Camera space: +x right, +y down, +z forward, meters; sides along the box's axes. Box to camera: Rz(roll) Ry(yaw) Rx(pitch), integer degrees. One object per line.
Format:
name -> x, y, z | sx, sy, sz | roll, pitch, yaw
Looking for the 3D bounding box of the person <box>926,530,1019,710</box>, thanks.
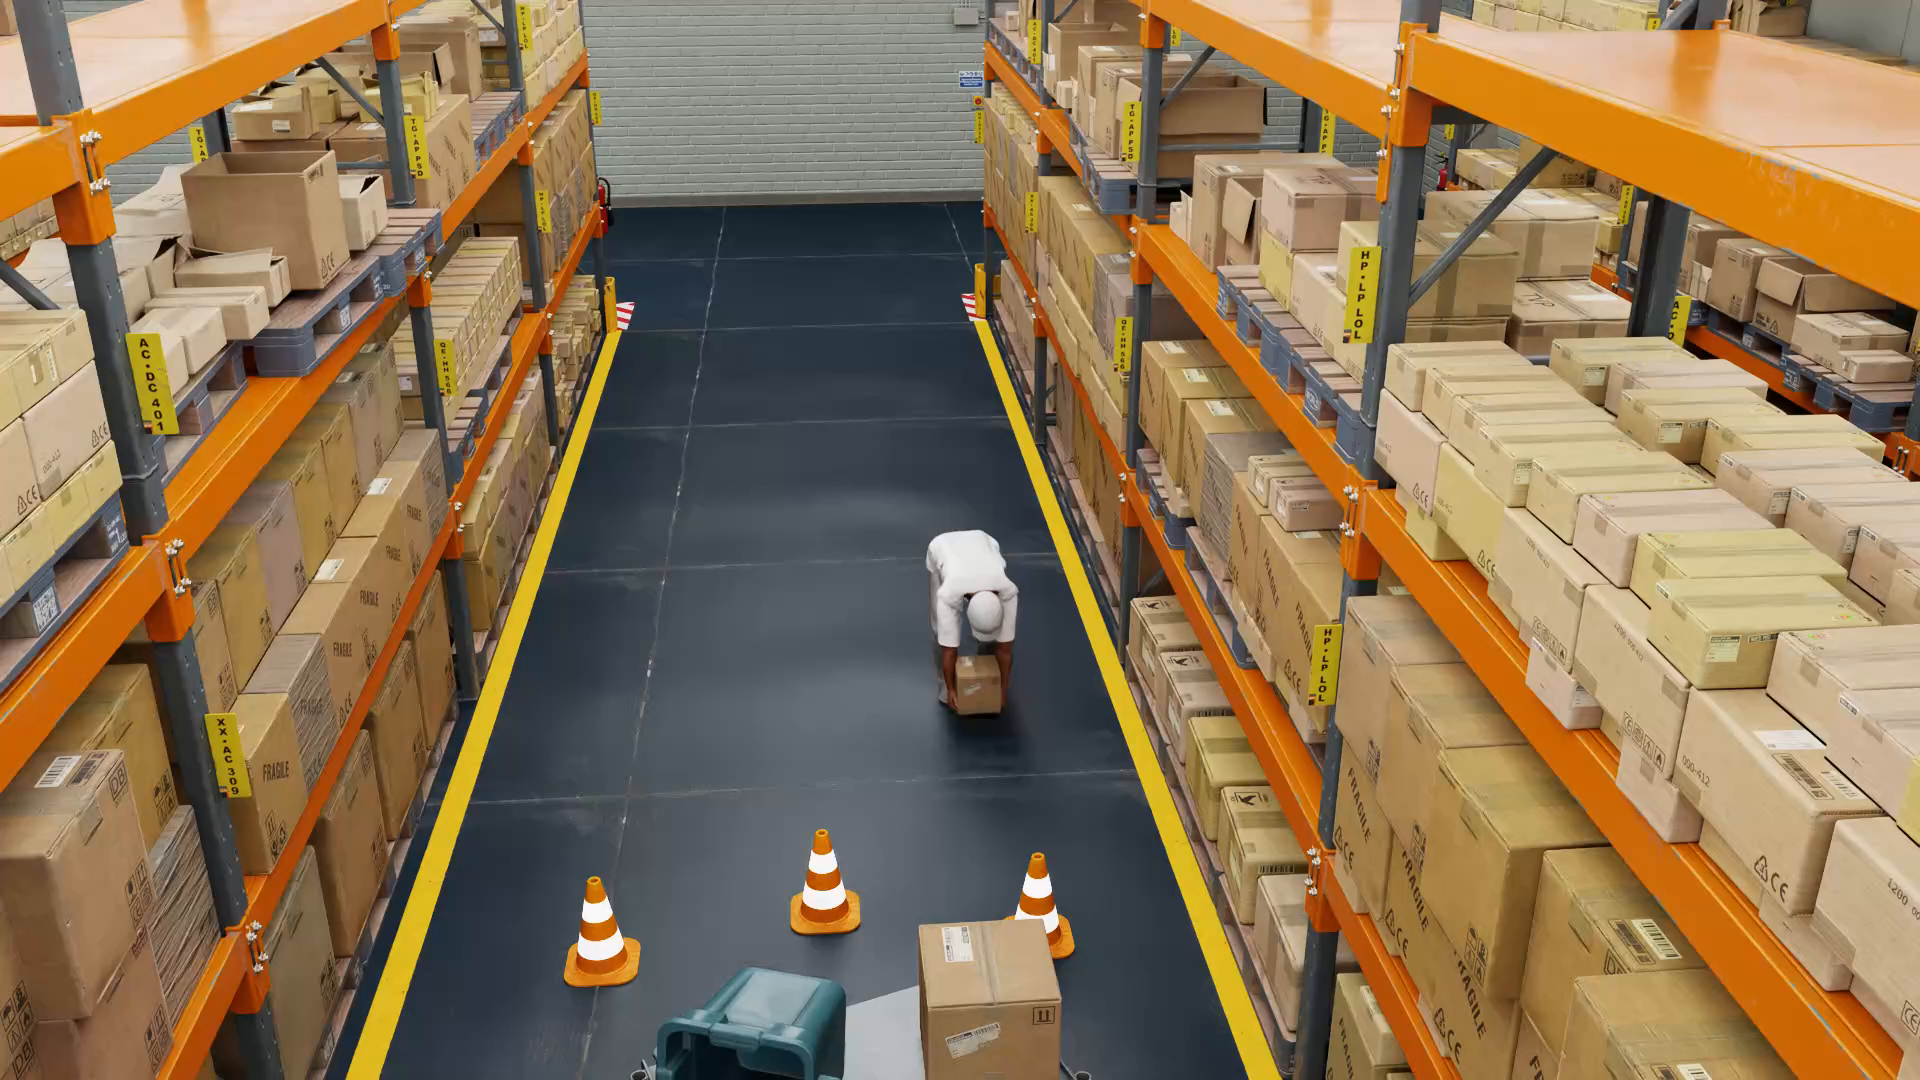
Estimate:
person -> 0.083, 0.523, 9.785 | 0.486, 1.030, 0.979 | -4, 24, -10
